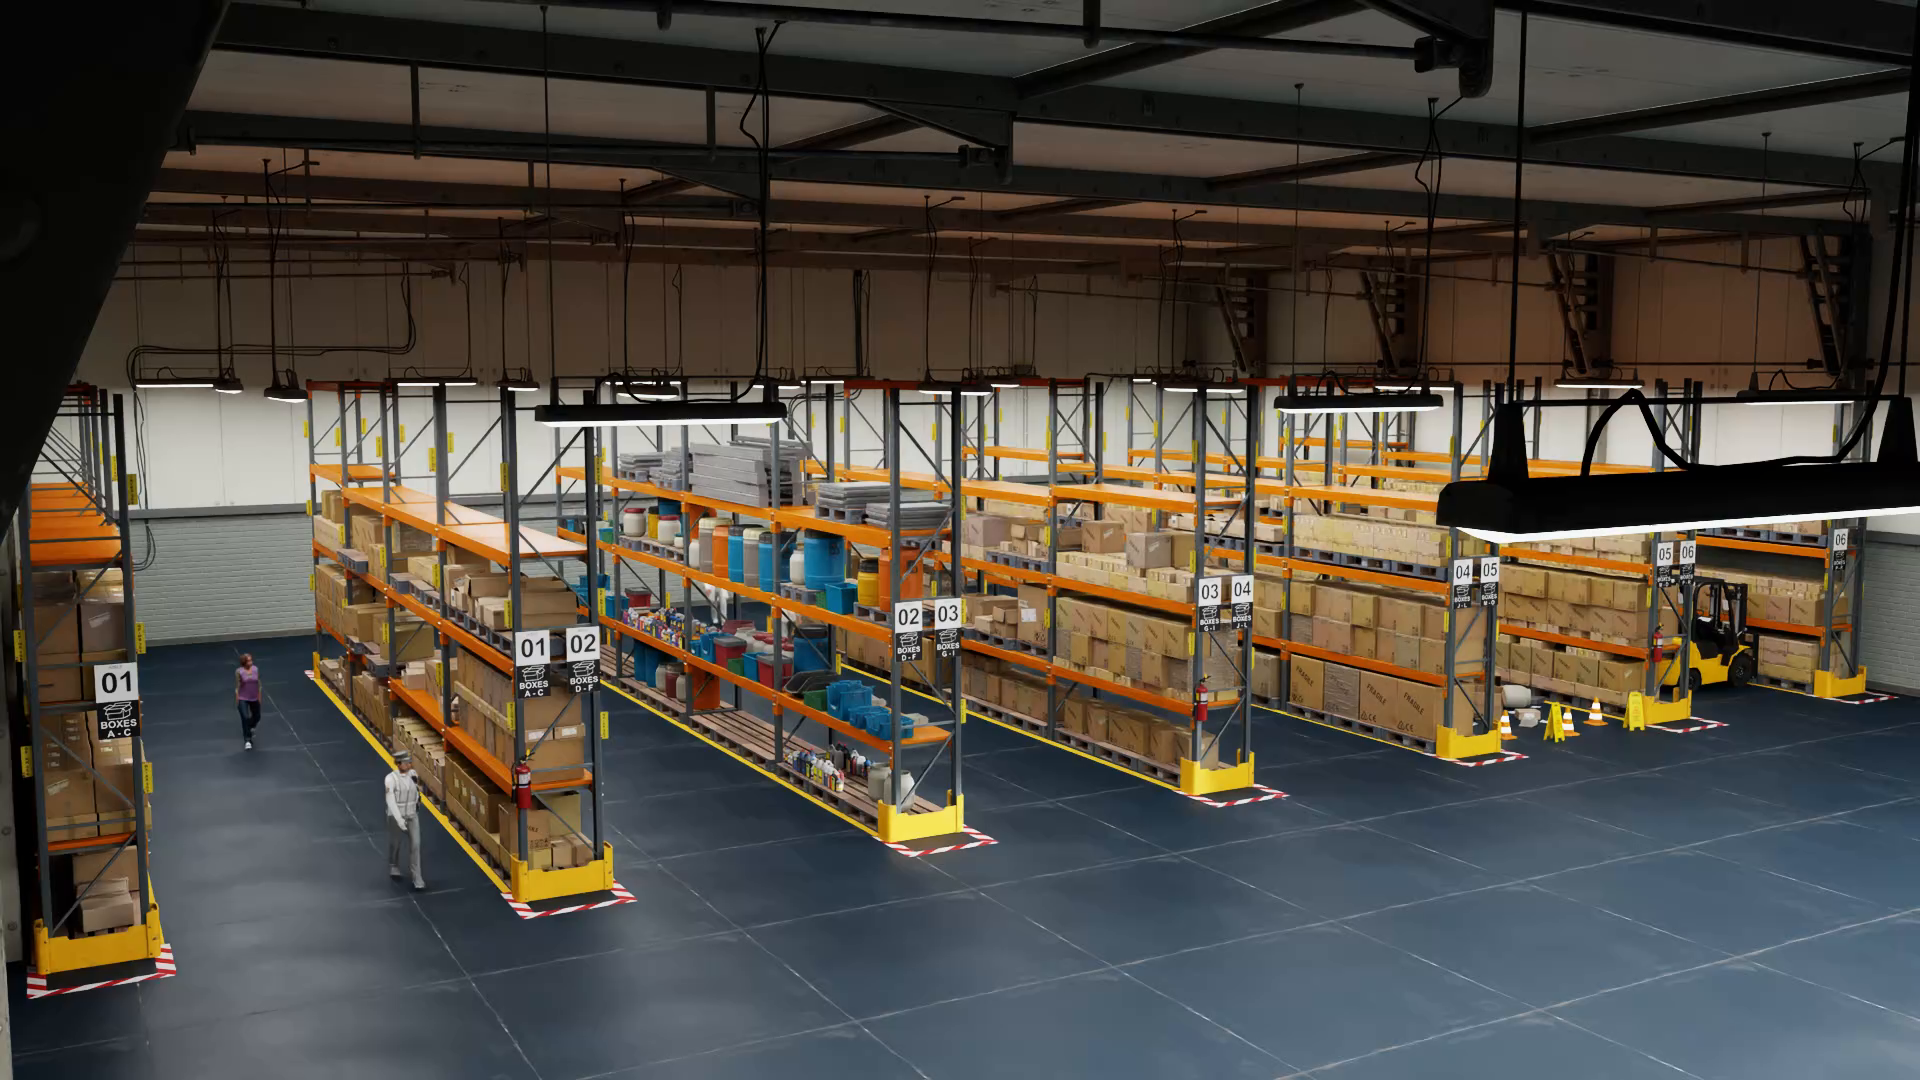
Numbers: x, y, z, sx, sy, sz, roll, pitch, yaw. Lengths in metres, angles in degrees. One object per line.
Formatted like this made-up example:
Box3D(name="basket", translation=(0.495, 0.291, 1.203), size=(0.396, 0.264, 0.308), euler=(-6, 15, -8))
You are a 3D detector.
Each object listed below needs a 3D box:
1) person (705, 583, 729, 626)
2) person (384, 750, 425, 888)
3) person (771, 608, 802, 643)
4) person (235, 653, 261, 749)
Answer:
Box3D(name="person", translation=(-5.839, 1.195, 39.990), size=(0.619, 1.725, 1.048), euler=(-1, 6, -12))
Box3D(name="person", translation=(-6.755, 3.361, 20.272), size=(0.467, 1.612, 0.935), euler=(-5, 8, -39))
Box3D(name="person", translation=(-3.672, 1.707, 35.347), size=(0.596, 1.715, 1.074), euler=(-3, 7, -26))
Box3D(name="person", translation=(-11.778, 2.619, 27.499), size=(0.410, 1.562, 0.768), euler=(-4, 7, -31))
